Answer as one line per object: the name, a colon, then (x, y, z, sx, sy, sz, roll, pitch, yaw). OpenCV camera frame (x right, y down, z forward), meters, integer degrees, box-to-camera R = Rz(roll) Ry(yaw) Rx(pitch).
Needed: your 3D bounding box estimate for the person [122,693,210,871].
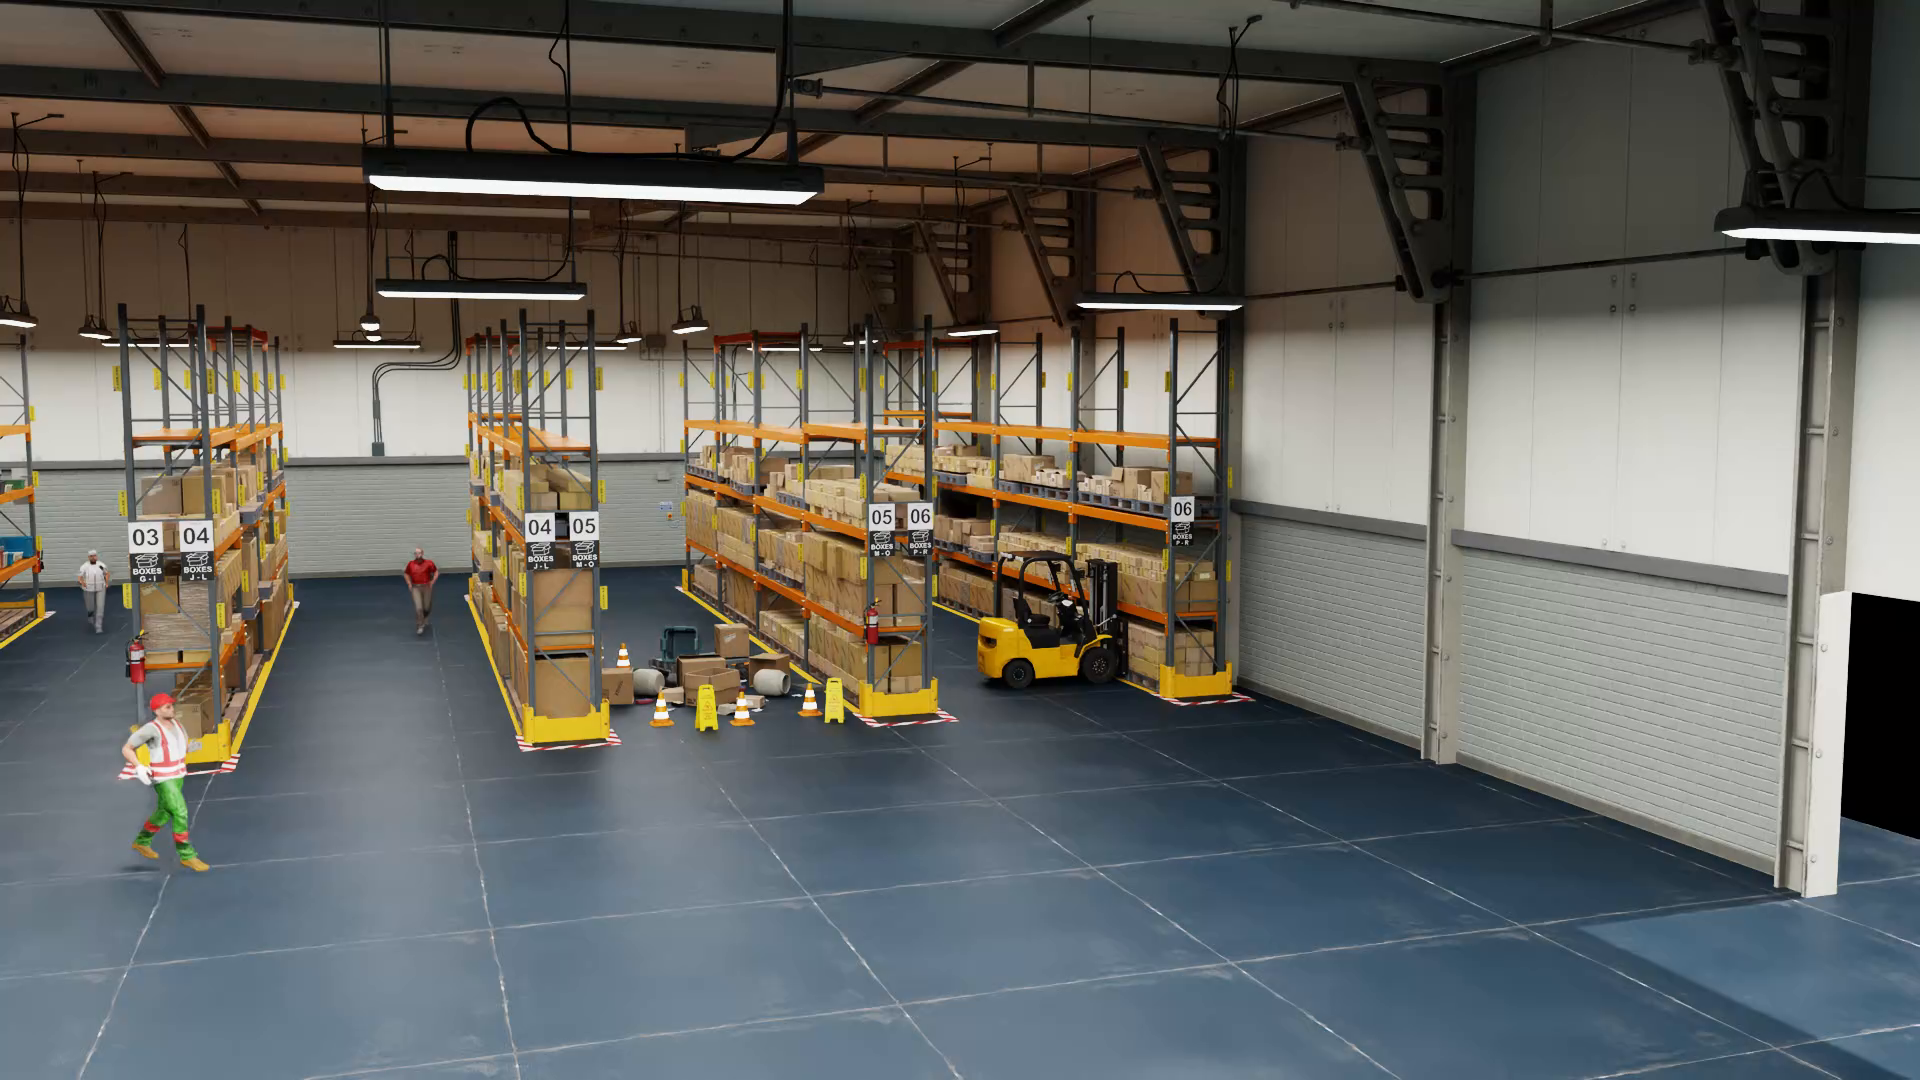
person: (-8.146, 2.469, 17.080, 0.930, 1.810, 0.656, 1, 5, 7)

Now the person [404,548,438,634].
person: (-10.806, 1.006, 33.378, 0.658, 1.709, 0.658, -1, 6, -13)

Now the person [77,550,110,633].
person: (-17.410, 1.024, 33.462, 0.607, 1.651, 0.779, -4, 6, -33)
